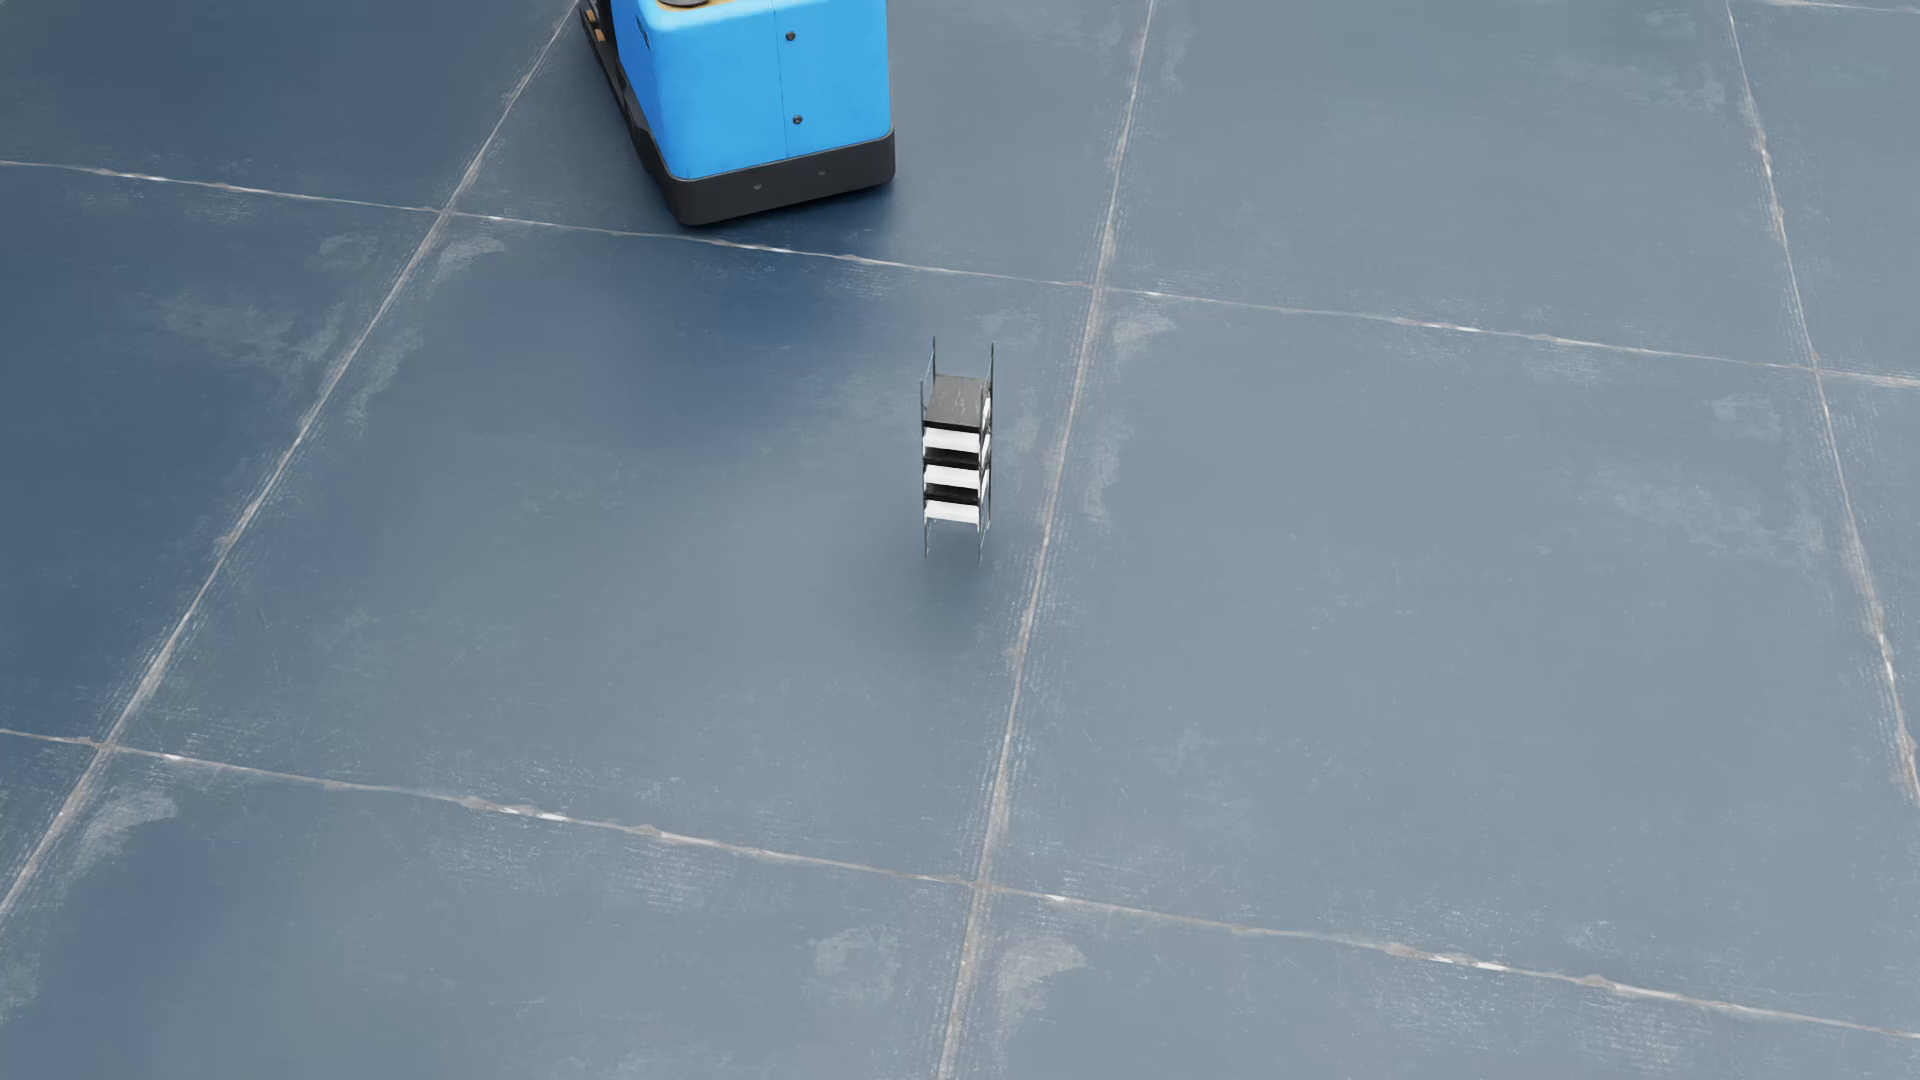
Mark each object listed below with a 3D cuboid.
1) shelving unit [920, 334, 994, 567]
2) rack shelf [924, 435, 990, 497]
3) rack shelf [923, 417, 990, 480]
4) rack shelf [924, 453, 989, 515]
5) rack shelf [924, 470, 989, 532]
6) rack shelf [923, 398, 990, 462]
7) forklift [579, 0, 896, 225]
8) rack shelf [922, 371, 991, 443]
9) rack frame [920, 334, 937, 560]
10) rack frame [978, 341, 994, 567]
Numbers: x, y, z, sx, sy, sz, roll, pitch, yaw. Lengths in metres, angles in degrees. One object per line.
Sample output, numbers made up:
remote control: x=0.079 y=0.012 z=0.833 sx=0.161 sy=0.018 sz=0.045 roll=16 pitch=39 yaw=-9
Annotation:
shelving unit: x=-0.008 y=-0.302 z=5.916 sx=0.210 sy=0.900 sz=0.258 roll=8 pitch=49 yaw=7
rack shelf: x=-0.008 y=-0.280 z=5.941 sx=0.200 sy=0.077 sz=0.258 roll=8 pitch=49 yaw=7
rack shelf: x=-0.008 y=-0.340 z=5.874 sx=0.200 sy=0.077 sz=0.258 roll=8 pitch=49 yaw=7
rack shelf: x=-0.008 y=-0.219 z=6.008 sx=0.200 sy=0.077 sz=0.258 roll=8 pitch=49 yaw=7
rack shelf: x=-0.008 y=-0.159 z=6.075 sx=0.200 sy=0.077 sz=0.258 roll=8 pitch=49 yaw=7
rack shelf: x=-0.008 y=-0.400 z=5.807 sx=0.200 sy=0.077 sz=0.258 roll=8 pitch=49 yaw=7
forklift: x=-1.297 y=-3.502 z=7.426 sx=1.130 sy=2.935 sz=3.031 roll=-16 pitch=50 yaw=-14
rack shelf: x=-0.008 y=-0.460 z=5.740 sx=0.200 sy=0.077 sz=0.258 roll=8 pitch=49 yaw=7
rack frame: x=-0.108 y=-0.315 z=5.928 sx=0.006 sy=0.900 sz=0.240 roll=8 pitch=49 yaw=7
rack frame: x=0.092 y=-0.288 z=5.904 sx=0.006 sy=0.900 sz=0.240 roll=8 pitch=49 yaw=7
